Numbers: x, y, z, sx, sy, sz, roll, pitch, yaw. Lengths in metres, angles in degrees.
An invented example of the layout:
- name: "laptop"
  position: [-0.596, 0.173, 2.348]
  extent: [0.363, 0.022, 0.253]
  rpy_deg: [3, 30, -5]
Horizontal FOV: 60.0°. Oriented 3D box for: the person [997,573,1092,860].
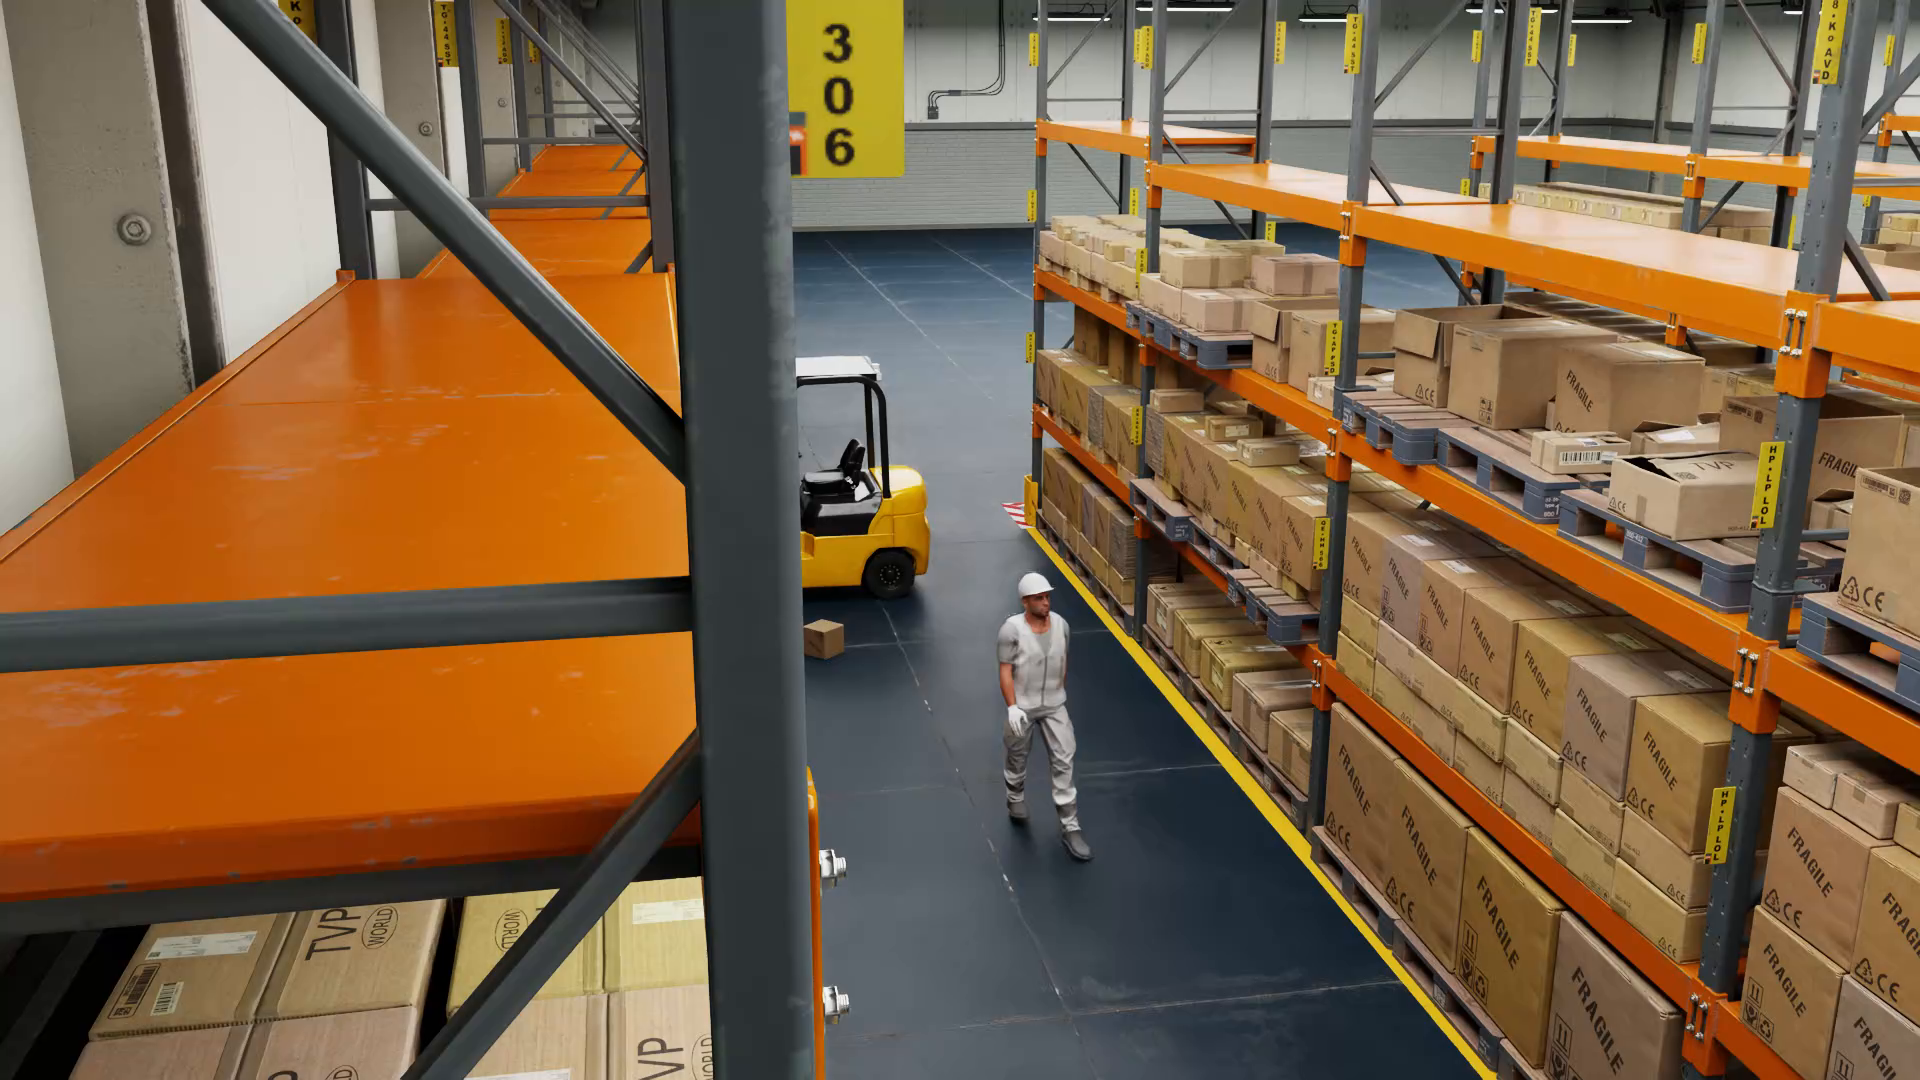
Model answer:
- name: "person"
  position: [0.518, 1.087, 10.688]
  extent: [0.528, 1.747, 0.931]
  rpy_deg: [-5, 17, -16]
